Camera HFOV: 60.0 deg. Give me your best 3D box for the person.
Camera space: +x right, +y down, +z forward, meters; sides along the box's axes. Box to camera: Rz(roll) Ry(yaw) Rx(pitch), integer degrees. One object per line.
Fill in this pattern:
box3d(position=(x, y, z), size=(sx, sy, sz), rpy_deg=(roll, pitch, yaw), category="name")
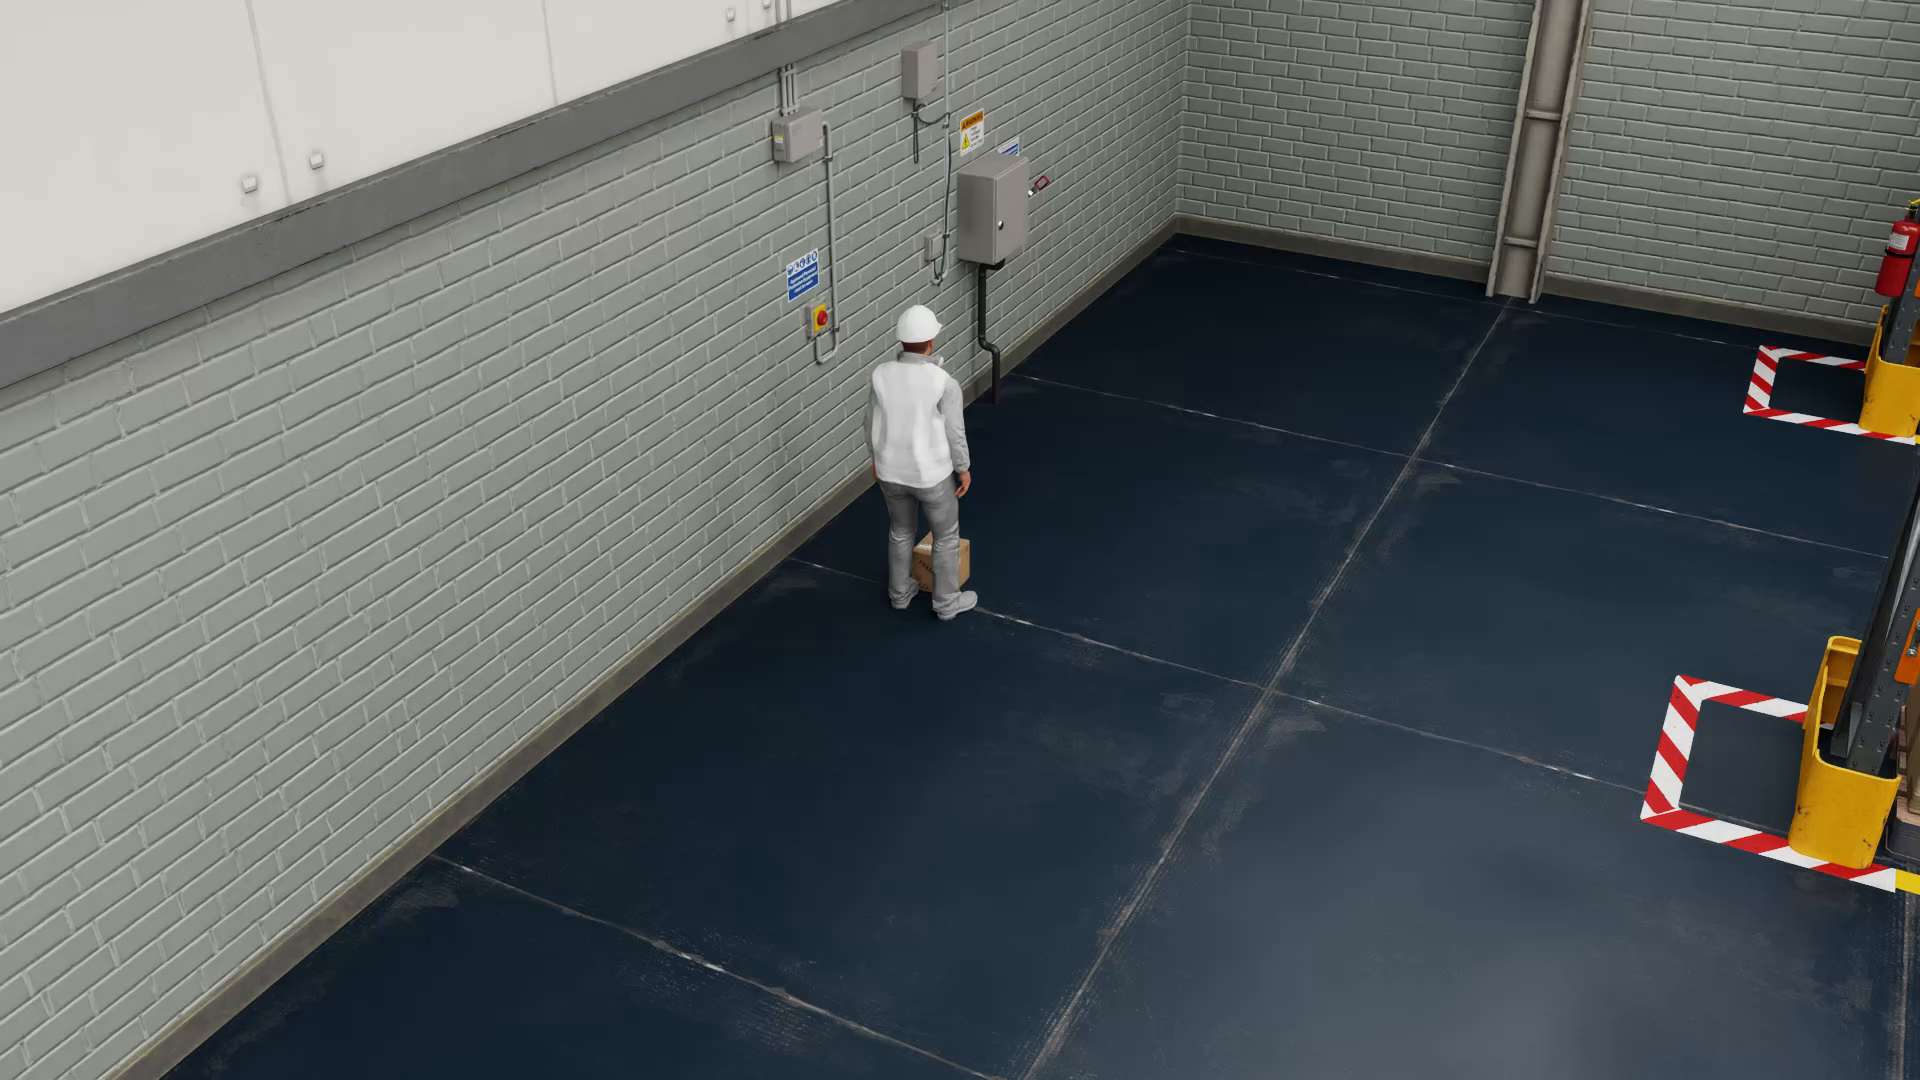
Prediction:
box3d(position=(-0.222, -0.403, 8.970), size=(0.596, 1.769, 0.460), rpy_deg=(12, 32, 21), category="person")
